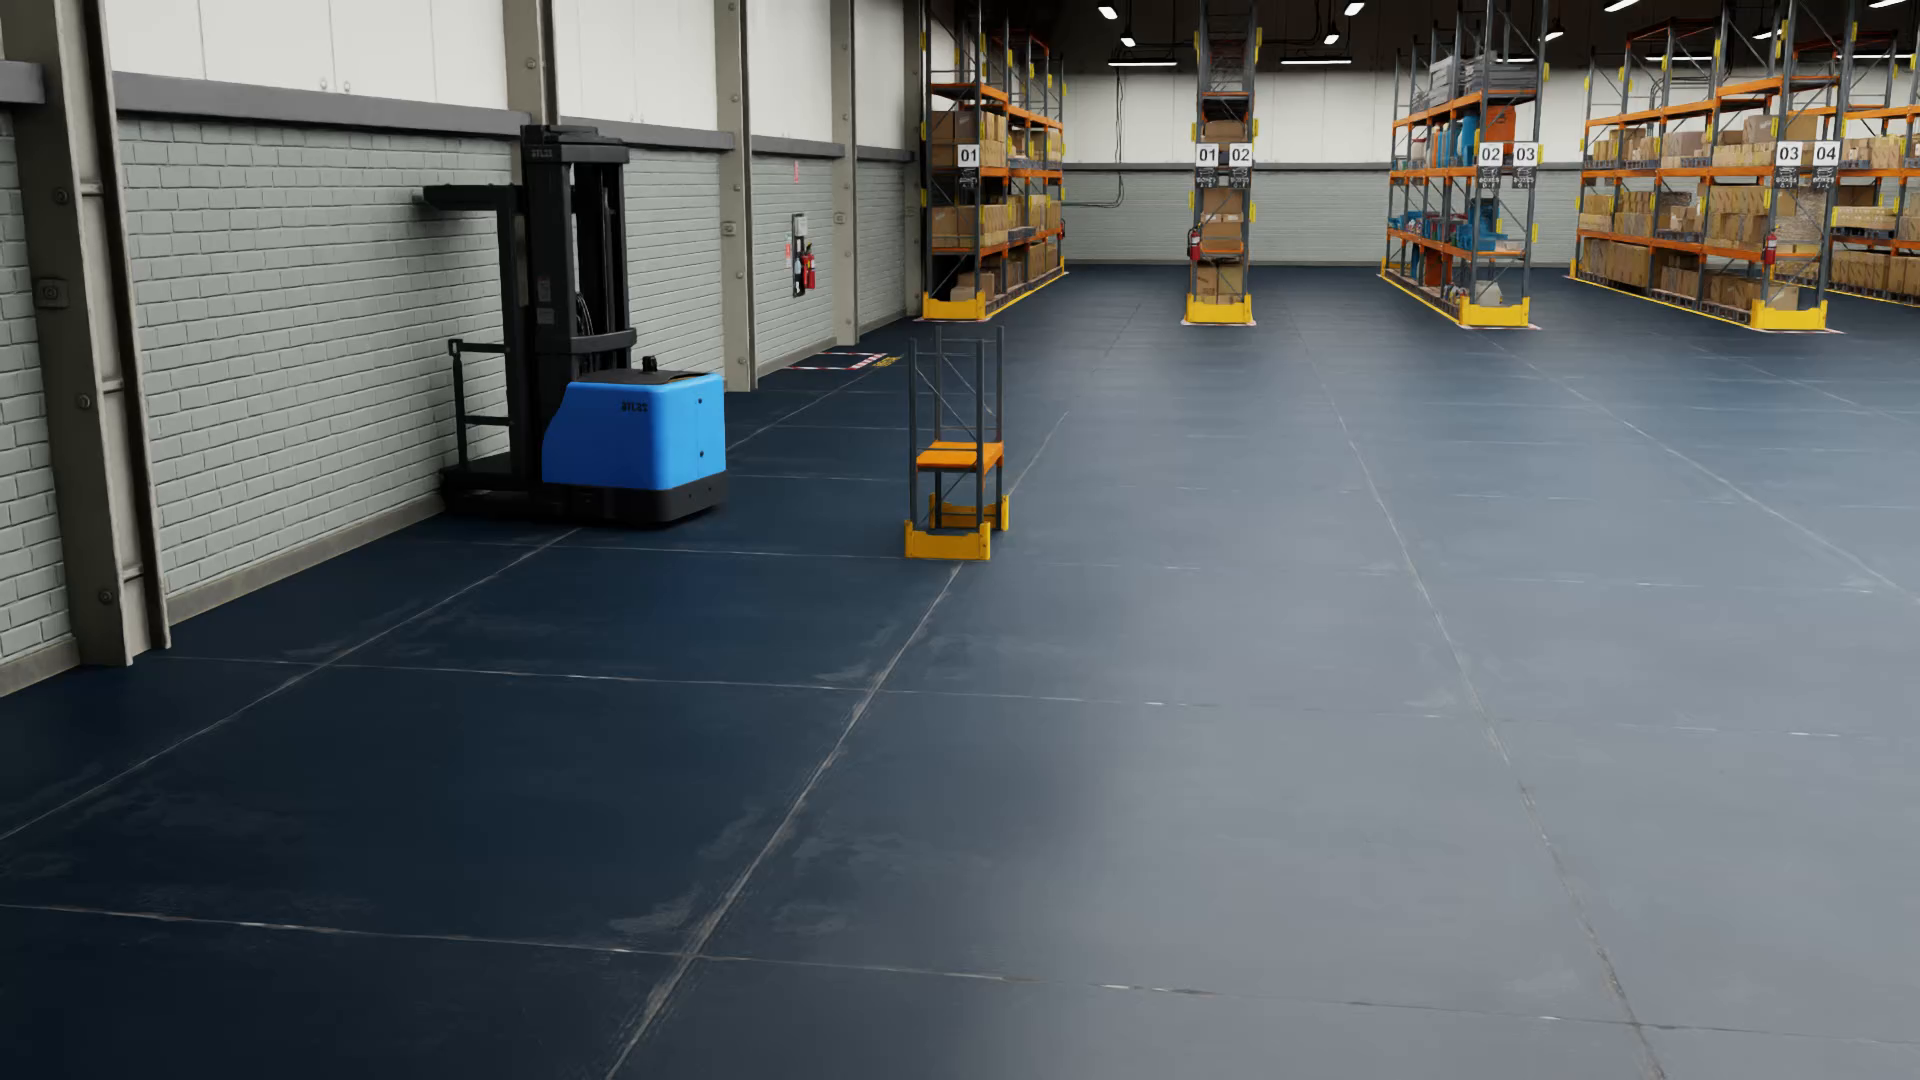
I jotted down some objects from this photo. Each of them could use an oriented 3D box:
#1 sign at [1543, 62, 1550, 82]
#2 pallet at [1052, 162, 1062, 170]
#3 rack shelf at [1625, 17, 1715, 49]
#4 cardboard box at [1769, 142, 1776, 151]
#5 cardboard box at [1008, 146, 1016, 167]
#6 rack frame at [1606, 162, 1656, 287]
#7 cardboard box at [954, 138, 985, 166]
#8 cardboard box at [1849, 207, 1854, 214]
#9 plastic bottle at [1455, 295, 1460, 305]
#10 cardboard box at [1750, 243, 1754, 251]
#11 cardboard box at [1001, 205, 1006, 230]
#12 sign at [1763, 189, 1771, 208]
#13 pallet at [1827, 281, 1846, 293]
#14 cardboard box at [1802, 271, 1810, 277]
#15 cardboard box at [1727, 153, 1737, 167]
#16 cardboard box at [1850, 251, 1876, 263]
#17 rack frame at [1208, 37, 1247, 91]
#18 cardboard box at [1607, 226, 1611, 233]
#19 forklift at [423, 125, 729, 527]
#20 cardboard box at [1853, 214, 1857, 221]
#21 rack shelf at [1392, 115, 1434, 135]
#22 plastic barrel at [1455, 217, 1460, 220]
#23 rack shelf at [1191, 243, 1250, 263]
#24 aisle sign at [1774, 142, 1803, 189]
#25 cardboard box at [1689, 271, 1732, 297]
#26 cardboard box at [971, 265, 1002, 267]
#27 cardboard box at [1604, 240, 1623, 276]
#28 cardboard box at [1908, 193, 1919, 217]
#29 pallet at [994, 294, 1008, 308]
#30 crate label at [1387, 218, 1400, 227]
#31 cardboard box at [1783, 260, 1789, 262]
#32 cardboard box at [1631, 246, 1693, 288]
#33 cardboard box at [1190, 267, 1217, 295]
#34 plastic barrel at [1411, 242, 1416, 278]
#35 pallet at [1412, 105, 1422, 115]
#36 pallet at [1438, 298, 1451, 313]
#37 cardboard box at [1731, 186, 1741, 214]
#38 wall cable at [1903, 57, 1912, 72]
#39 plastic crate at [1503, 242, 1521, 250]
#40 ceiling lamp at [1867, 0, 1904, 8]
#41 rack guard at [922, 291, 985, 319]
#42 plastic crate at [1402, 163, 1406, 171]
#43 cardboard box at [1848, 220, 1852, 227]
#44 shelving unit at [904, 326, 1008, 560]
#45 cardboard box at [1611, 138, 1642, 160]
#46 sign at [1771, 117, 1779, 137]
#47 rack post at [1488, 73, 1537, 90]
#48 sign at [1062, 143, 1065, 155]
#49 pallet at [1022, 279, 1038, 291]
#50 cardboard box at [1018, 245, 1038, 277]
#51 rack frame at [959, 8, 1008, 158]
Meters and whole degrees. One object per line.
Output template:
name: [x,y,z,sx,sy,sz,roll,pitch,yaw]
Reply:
sign: [10.206,-8.152,28.954,0.100,0.325,0.005,2,12,9]
pallet: [2.231,-10.260,45.570,1.003,0.211,1.213,2,12,9]
rack shelf: [16.095,-11.467,37.659,1.077,0.370,4.000,2,12,9]
cardboard box: [14.291,-6.835,28.879,0.380,0.149,0.250,2,12,9]
cardboard box: [0.813,-8.586,37.301,0.797,0.503,0.637,4,13,17]
rack frame: [16.403,-7.677,40.497,1.000,3.000,0.127,2,12,9]
cardboard box: [0.172,-7.247,31.097,0.500,0.500,0.500,2,12,10]
cardboard box: [20.575,-7.533,38.013,0.380,0.149,0.250,2,12,11]
plastic bottle: [9.512,-4.583,31.739,0.097,0.201,0.097,0,12,0]
cardboard box: [14.477,-5.280,29.969,0.380,0.149,0.250,2,12,9]
cardboard box: [0.651,-6.584,33.953,0.500,0.500,0.500,2,12,8]
sign: [14.012,-5.922,28.854,0.100,0.325,0.005,2,12,9]
pallet: [21.170,-5.970,39.196,1.003,0.211,1.213,2,12,9]
cardboard box: [21.171,-6.615,41.340,0.380,0.149,0.250,2,12,9]
cardboard box: [14.687,-7.106,31.083,0.500,0.250,0.500,1,12,6]
cardboard box: [20.751,-6.483,38.113,0.500,0.250,0.500,2,12,11]
rack frame: [6.615,-10.932,41.358,1.000,3.000,0.127,2,12,9]
cardboard box: [16.126,-7.629,40.868,0.380,0.149,0.250,2,12,9]
forklift: [-3.398,-1.702,12.934,3.031,2.935,1.130,5,13,20]
cardboard box: [20.534,-7.331,37.783,0.380,0.149,0.250,2,12,8]
rack shelf: [11.816,-10.640,42.660,1.077,0.370,4.000,2,12,9]
plastic barrel: [10.881,-6.751,35.934,0.421,0.512,0.421,0,12,0]
rack shelf: [5.077,-5.566,32.407,1.077,0.370,4.000,2,12,9]
aisle sign: [14.251,-6.447,28.618,0.394,0.787,0.004,2,12,9]
cardboard box: [15.380,-5.231,34.035,0.700,0.500,0.500,2,12,8]
cardboard box: [0.616,-5.750,36.441,0.700,0.500,0.500,2,12,8]
cardboard box: [16.583,-6.979,41.302,0.875,0.875,0.875,2,12,9]
cardboard box: [20.594,-7.107,35.242,0.700,0.500,0.500,2,12,8]
pallet: [0.421,-4.989,34.644,1.003,0.211,1.213,2,12,9]
crate label: [11.760,-8.577,44.928,0.416,0.233,0.303,2,12,9]
cardboard box: [21.398,-7.223,42.748,0.380,0.149,0.250,2,12,8]
cardboard box: [15.914,-6.154,37.477,1.225,0.875,0.875,1,12,6]
cardboard box: [4.558,-4.850,31.128,0.500,0.500,0.500,2,12,9]
plastic barrel: [11.408,-6.905,40.896,0.600,0.901,0.708,2,12,9]
pallet: [11.412,-10.309,39.868,1.003,0.211,1.213,2,12,9]
pallet: [10.134,-4.671,33.166,1.003,0.211,1.213,2,12,9]
cardboard box: [14.633,-6.297,30.776,0.500,0.500,0.500,2,12,9]
wall cable: [28.149,-12.290,47.660,2.355,3.000,0.029,2,12,9]
plastic crate: [10.118,-5.387,30.495,0.298,0.136,0.250,2,12,9]
ceiling lamp: [17.875,-11.681,30.979,0.800,3.185,2.000,2,12,9]
rack guard: [-0.115,-4.455,31.477,1.175,0.500,0.348,2,12,9]
plastic crate: [11.275,-9.299,41.403,0.450,0.188,0.662,2,12,9]
cardboard box: [20.577,-7.239,38.063,0.380,0.149,0.250,2,12,8]
shelving unit: [-0.012,-0.717,11.762,0.587,1.500,1.083,2,12,9]
cardboard box: [16.463,-9.612,40.881,0.700,0.500,0.500,1,12,5]
sign: [14.012,-7.101,28.600,0.100,0.325,0.005,2,12,9]
rack post: [9.905,-8.181,29.783,0.937,0.300,0.954,3,13,15]
sign: [2.869,-10.831,46.099,0.100,0.325,0.005,2,12,9]
pallet: [1.300,-6.125,39.912,1.003,0.211,1.213,2,12,9]
cardboard box: [1.488,-6.812,40.586,0.750,0.750,0.750,2,12,8]
rack frame: [0.489,-9.426,34.372,1.000,3.000,0.127,2,12,9]
